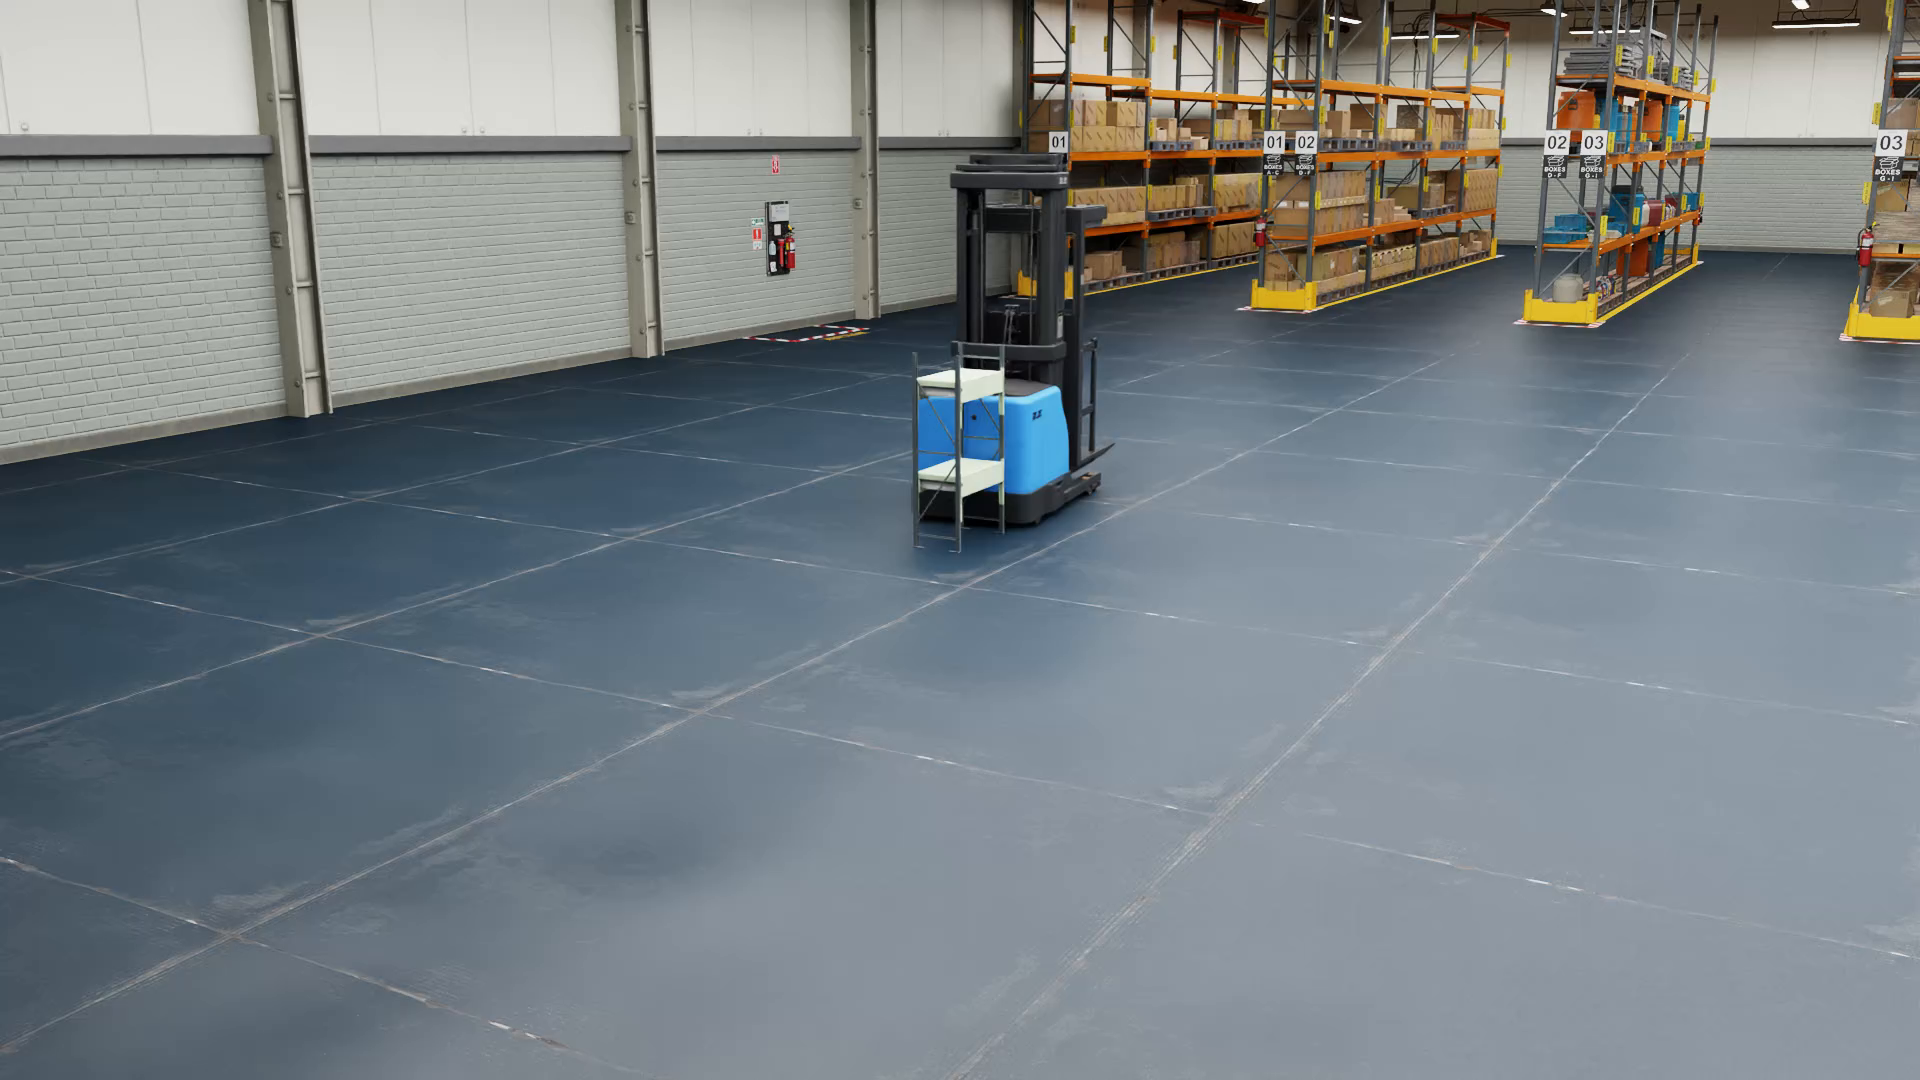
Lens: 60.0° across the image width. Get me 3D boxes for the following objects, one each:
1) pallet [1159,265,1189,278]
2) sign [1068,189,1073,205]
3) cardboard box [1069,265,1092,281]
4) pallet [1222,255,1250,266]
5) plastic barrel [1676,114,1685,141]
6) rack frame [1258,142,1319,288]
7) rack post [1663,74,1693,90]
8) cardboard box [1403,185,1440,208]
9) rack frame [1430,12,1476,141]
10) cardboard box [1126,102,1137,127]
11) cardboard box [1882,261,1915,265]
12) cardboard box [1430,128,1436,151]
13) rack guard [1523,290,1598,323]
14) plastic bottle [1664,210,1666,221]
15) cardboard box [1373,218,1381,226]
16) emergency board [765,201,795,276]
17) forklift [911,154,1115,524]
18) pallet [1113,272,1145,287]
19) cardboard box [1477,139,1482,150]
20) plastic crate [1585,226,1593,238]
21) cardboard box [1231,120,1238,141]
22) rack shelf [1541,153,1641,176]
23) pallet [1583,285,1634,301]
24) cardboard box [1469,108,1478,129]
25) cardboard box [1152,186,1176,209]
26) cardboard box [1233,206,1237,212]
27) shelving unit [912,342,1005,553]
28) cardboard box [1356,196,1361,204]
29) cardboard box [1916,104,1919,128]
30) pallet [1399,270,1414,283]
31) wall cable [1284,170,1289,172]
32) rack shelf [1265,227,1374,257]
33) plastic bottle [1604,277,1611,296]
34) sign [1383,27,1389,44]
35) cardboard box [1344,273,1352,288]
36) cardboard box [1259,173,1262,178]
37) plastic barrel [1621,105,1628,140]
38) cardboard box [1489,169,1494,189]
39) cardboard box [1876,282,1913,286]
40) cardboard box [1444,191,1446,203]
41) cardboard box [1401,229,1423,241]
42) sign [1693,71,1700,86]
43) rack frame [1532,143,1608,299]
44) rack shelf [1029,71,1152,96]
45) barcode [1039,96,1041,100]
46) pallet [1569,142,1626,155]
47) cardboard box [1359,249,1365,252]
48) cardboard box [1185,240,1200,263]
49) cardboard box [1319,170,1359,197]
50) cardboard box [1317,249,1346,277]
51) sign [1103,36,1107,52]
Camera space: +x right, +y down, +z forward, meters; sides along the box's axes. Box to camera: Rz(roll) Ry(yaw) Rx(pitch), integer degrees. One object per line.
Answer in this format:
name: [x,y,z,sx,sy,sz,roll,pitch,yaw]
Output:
pallet: [4.590,-6.225,38.405,1.003,0.211,1.213,7,15,28]
sign: [2.168,-6.708,32.612,0.100,0.325,0.005,7,15,28]
cardboard box: [2.381,-5.504,34.264,0.500,0.311,0.500,9,16,33]
pallet: [6.598,-7.037,41.773,1.003,0.211,1.213,7,15,28]
plastic barrel: [15.903,-9.232,37.230,0.600,0.588,0.600,0,14,0]
rack frame: [6.031,-5.789,30.644,1.000,3.000,0.127,7,15,28]
rack post: [15.299,-9.932,36.098,0.937,0.300,0.954,9,16,34]
cardboard box: [10.713,-7.991,38.668,0.700,0.500,0.500,11,17,38]
rack frame: [11.832,-11.167,40.153,1.000,3.000,0.127,7,15,28]
cardboard box: [3.364,-8.925,34.862,0.500,0.500,0.500,8,16,31]
cardboard box: [18.023,-5.419,31.906,0.500,0.250,0.500,9,16,34]
cardboard box: [10.326,-9.135,37.910,0.910,0.500,0.500,7,15,28]
rack guard: [10.361,-4.032,28.693,1.175,0.500,0.348,7,15,28]
plastic bottle: [15.476,-7.213,36.657,0.144,0.351,0.185,7,15,28]
cardboard box: [8.572,-6.646,34.735,0.380,0.149,0.250,7,15,28]
emergency board: [-2.855,-4.857,26.780,0.194,1.169,0.643,7,15,28]
forklift: [0.617,-1.852,14.461,1.130,2.935,3.031,5,15,21]
pallet: [3.333,-5.672,36.111,1.003,0.211,1.213,7,15,28]
cardboard box: [12.772,-9.912,41.668,0.500,0.250,0.500,7,15,28]
plastic crate: [11.395,-5.698,30.719,0.450,0.188,0.662,7,15,28]
cardboard box: [6.461,-10.147,41.168,0.700,0.500,0.500,7,15,28]
rack shelf: [11.332,-6.745,29.748,1.077,0.370,4.000,7,15,28]
pallet: [12.644,-4.857,32.730,1.003,0.211,1.213,7,15,28]
cardboard box: [12.399,-10.434,41.166,0.700,0.500,0.500,7,15,28]
cardboard box: [4.470,-7.785,37.774,0.700,0.500,0.500,10,17,36]
cardboard box: [6.654,-8.235,41.286,0.380,0.149,0.250,7,15,28]
shelving unit: [-0.004,-0.727,12.845,0.431,1.500,0.755,7,15,27]
cardboard box: [7.775,-6.789,33.195,0.380,0.149,0.250,7,15,26]
cardboard box: [15.655,-6.834,26.665,0.500,0.500,0.500,7,15,28]
pallet: [9.466,-5.910,37.096,1.003,0.211,1.213,7,15,28]
wall cable: [9.218,-10.495,48.000,0.084,1.984,1.851,7,15,28]
rack shelf: [6.998,-5.849,32.430,1.077,0.370,4.000,7,15,28]
plastic bottle: [11.991,-4.703,30.854,0.144,0.351,0.185,7,15,28]
sign: [8.438,-9.989,32.935,0.100,0.325,0.005,7,15,28]
cardboard box: [7.452,-5.151,32.970,0.500,0.250,0.500,7,15,28]
cardboard box: [7.492,-9.254,42.526,0.500,0.250,0.500,8,16,29]
plastic barrel: [12.671,-8.012,32.398,0.600,0.901,0.600,0,14,0]
cardboard box: [13.548,-9.380,43.193,0.500,0.500,0.500,8,16,30]
cardboard box: [15.596,-4.033,27.801,0.500,0.500,0.500,9,16,33]
cardboard box: [11.849,-8.431,41.390,0.500,0.500,0.500,8,16,29]
cardboard box: [10.659,-7.234,39.434,0.500,0.250,0.500,7,15,27]
sign: [16.647,-10.441,37.586,0.100,0.325,0.005,7,15,28]
rack frame: [10.365,-5.227,28.313,1.000,3.000,0.127,7,15,28]
rack shelf: [2.659,-9.324,34.052,1.077,0.370,4.000,7,15,28]
barcode: [1.598,-8.836,33.257,0.001,0.075,0.075,7,15,28]
pallet: [10.851,-6.752,28.641,1.003,0.211,1.213,7,15,28]
cardboard box: [8.399,-6.074,35.604,0.500,0.311,0.500,7,15,28]
cardboard box: [5.258,-6.835,39.381,0.700,0.500,0.500,8,16,29]
cardboard box: [7.512,-7.093,33.073,0.700,0.500,0.500,7,15,28]
cardboard box: [7.212,-5.413,32.456,0.500,0.500,0.500,7,15,28]
sign: [3.138,-10.679,35.797,0.100,0.325,0.005,7,15,28]
